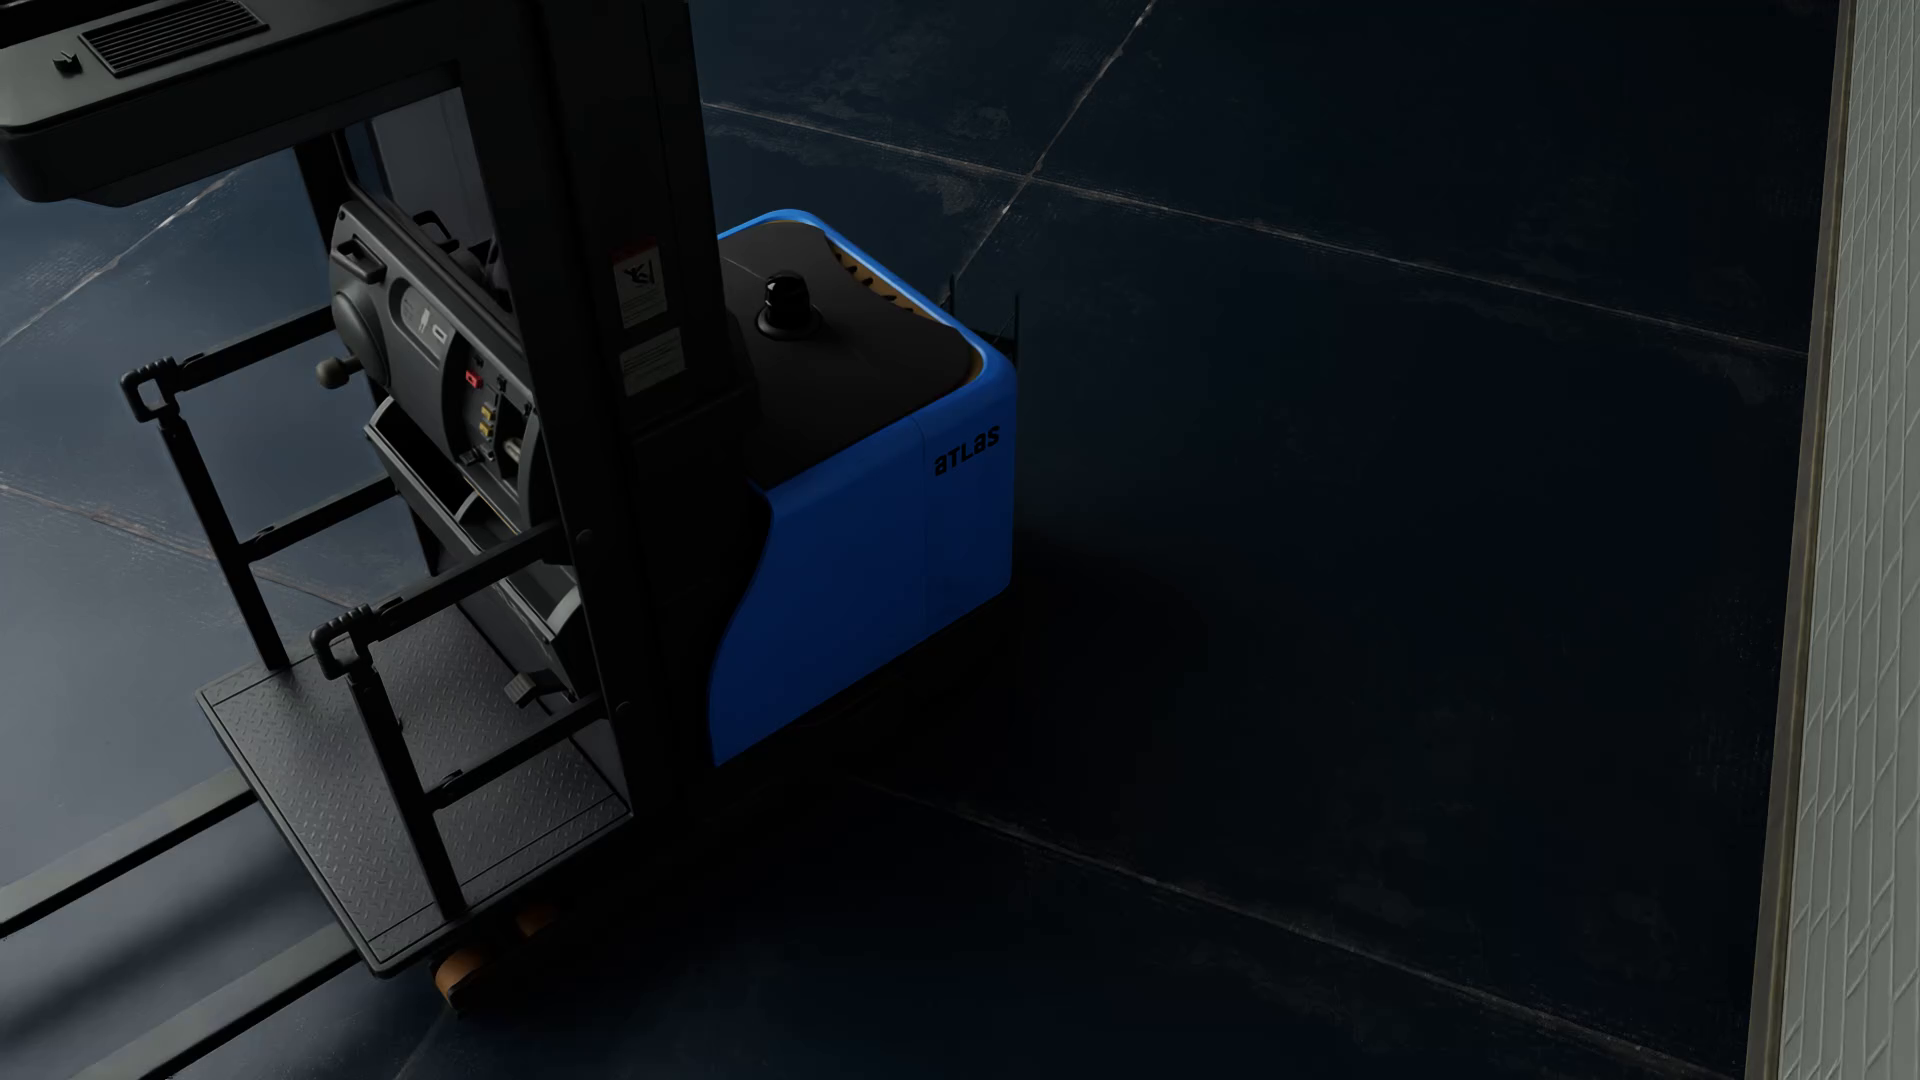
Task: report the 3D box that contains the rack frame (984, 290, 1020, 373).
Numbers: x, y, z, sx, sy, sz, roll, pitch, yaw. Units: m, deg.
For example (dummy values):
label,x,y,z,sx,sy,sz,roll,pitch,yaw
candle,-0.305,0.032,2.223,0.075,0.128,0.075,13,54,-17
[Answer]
label,x,y,z,sx,sy,sz,roll,pitch,yaw
rack frame,0.117,-0.307,4.920,0.006,0.900,0.240,18,48,17

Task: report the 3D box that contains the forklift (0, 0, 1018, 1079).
label,x,y,z,sx,sy,sz,roll,pitch,yaw
forklift,-1.295,-0.311,3.485,3.031,2.935,1.130,-30,52,-27

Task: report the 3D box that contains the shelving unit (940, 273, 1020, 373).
label,x,y,z,sx,sy,sz,roll,pitch,yaw
shelving unit,0.024,-0.336,4.950,0.210,0.900,0.258,18,48,17

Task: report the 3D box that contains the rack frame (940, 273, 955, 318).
label,x,y,z,sx,sy,sz,roll,pitch,yaw
rack frame,-0.068,-0.366,4.980,0.006,0.900,0.240,18,48,17

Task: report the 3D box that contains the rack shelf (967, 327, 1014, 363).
label,x,y,z,sx,sy,sz,roll,pitch,yaw
rack shelf,0.024,-0.504,4.783,0.200,0.077,0.258,18,48,17
